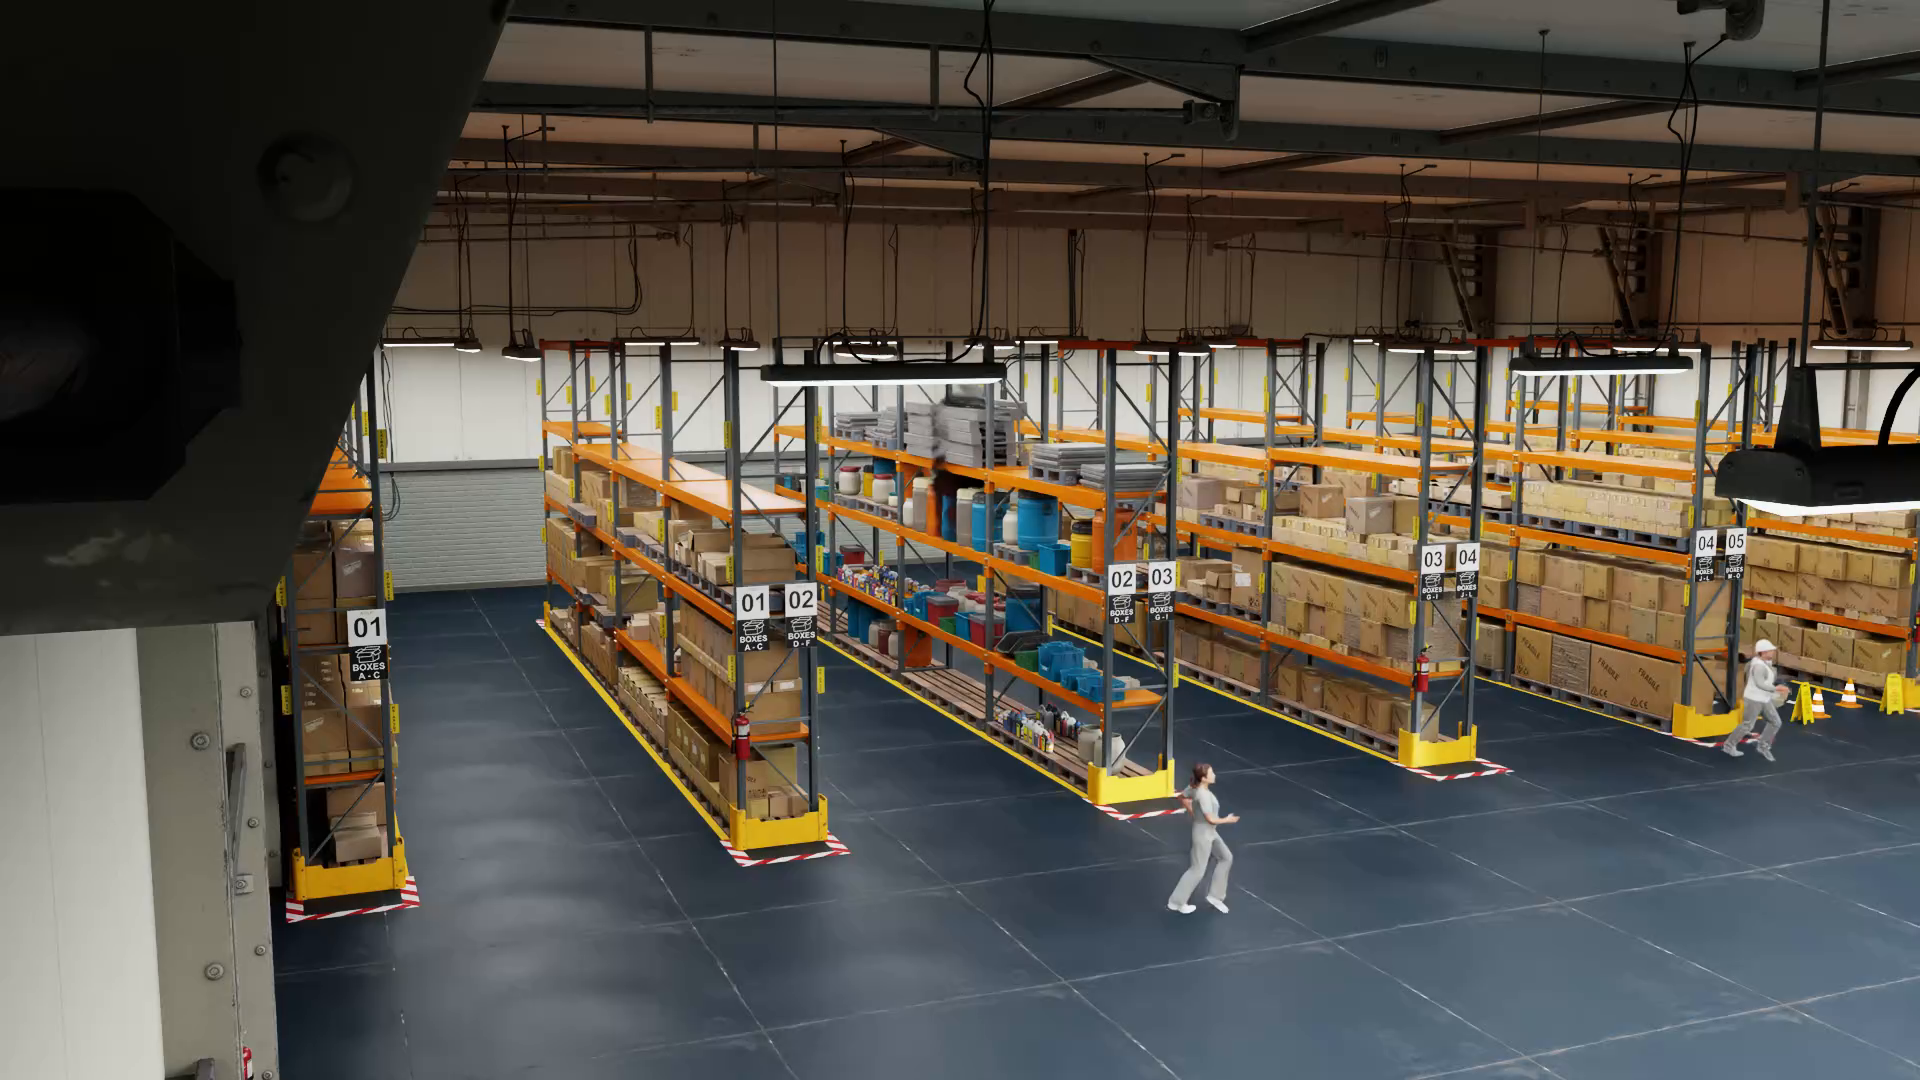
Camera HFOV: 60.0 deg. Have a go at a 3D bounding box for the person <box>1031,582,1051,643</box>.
[{"bbox_3d":[1.456,1.303,30.186,0.536,1.618,0.730,-4,8,-28],"label":"person"}]

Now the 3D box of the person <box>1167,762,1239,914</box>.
[{"bbox_3d":[2.608,3.203,17.833,0.753,1.684,0.570,1,7,4],"label":"person"}]

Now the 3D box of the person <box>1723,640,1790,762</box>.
[{"bbox_3d":[11.571,2.326,24.109,0.835,1.800,0.665,5,9,34],"label":"person"}]
